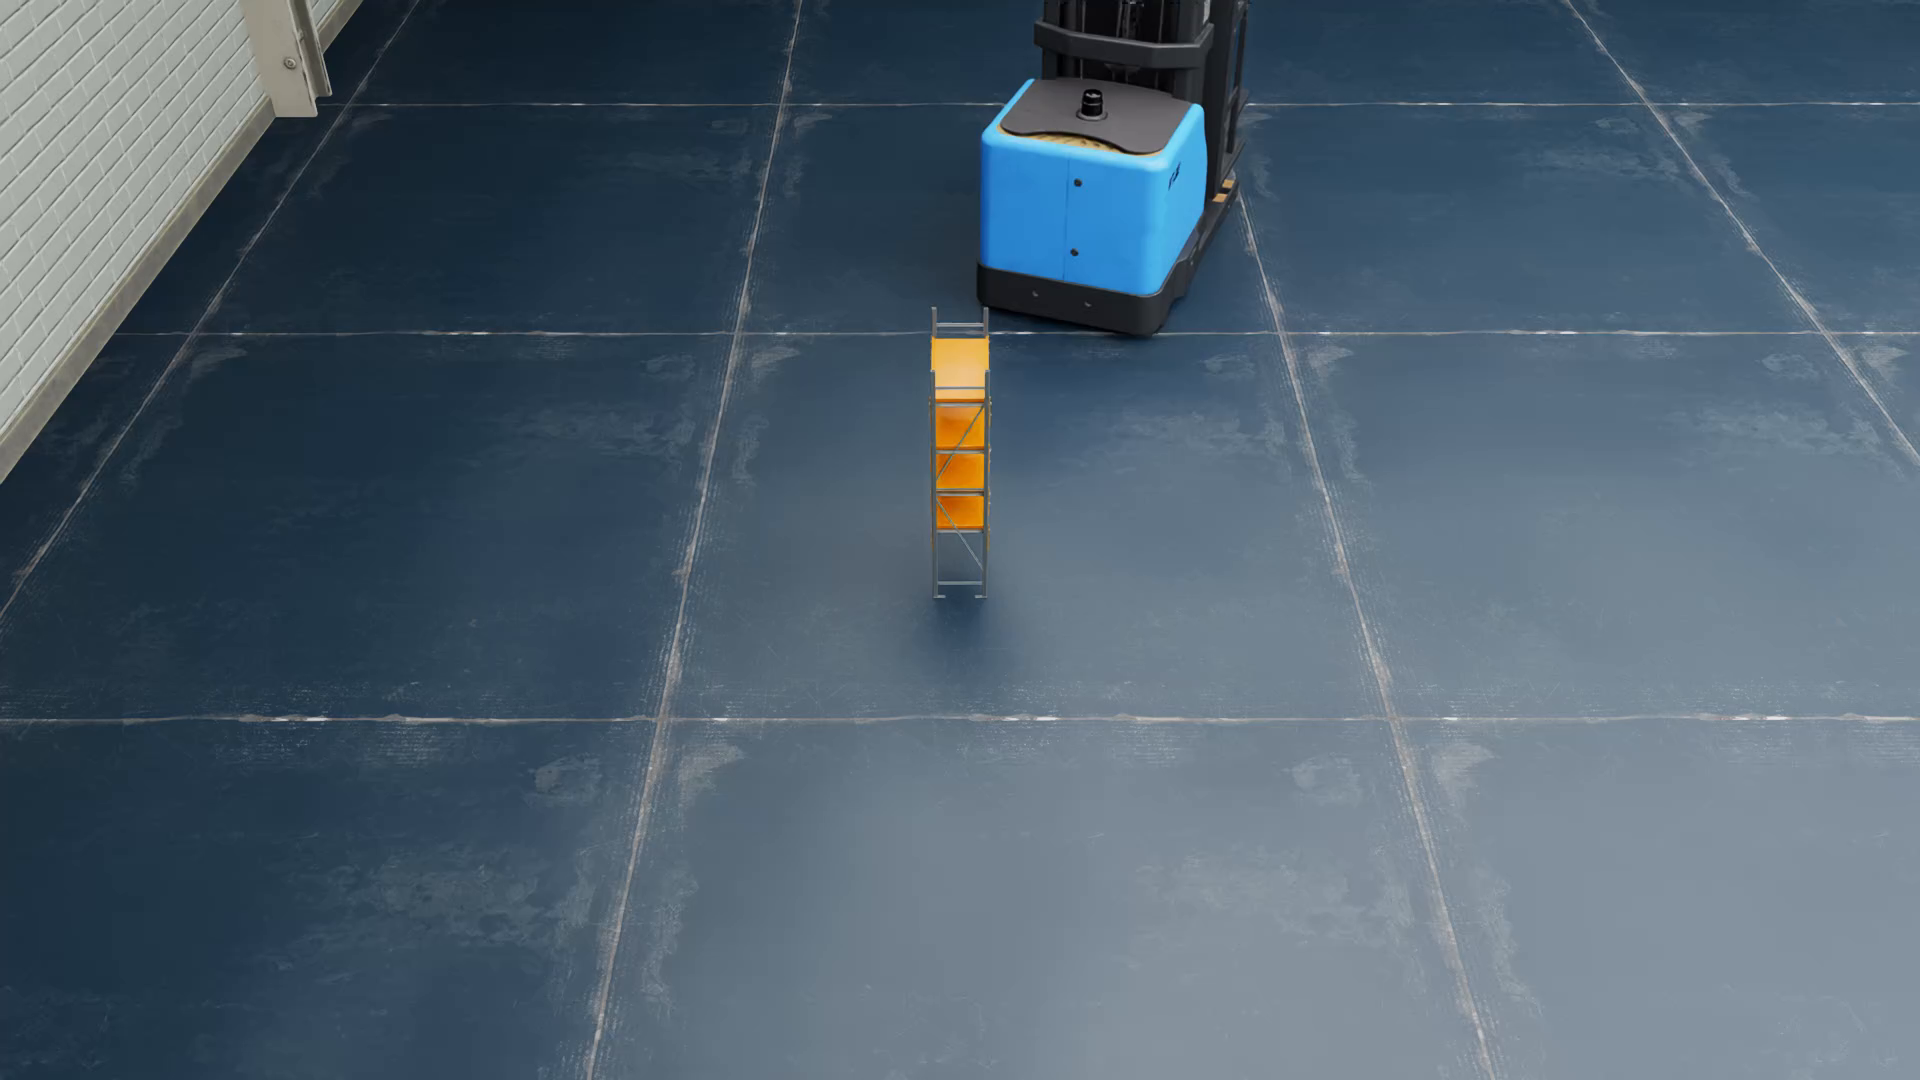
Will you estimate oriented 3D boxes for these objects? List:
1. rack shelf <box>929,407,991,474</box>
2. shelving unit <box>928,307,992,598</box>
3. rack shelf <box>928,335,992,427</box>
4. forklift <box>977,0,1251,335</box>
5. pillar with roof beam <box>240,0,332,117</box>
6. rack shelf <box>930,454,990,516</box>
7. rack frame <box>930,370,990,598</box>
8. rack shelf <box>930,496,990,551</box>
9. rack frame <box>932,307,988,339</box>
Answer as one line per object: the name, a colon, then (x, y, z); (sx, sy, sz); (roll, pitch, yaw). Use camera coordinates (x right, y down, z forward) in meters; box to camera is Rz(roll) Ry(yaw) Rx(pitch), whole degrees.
rack shelf: (0.000, -0.487, 7.148); (0.258, 0.148, 0.480); (0, 39, 0)
shelving unit: (0.000, -0.365, 7.246); (0.258, 1.200, 0.503); (0, 39, 0)
rack shelf: (0.000, -0.671, 7.000); (0.258, 0.148, 0.480); (0, 39, 0)
forklift: (1.090, -3.183, 9.378); (1.130, 2.935, 3.031); (13, 41, 16)
pillar with roof beam: (-0.249, -6.527, 8.699); (9.100, 9.000, 0.400); (0, 39, 0)
rack shelf: (0.000, -0.312, 7.288); (0.258, 0.148, 0.480); (0, 39, 0)
rack frame: (0.000, -0.212, 7.055); (0.240, 1.200, 0.015); (0, 39, 0)
rack shelf: (0.000, -0.157, 7.412); (0.258, 0.148, 0.480); (0, 39, 0)
rack frame: (0.000, -0.517, 7.436); (0.240, 1.200, 0.015); (0, 39, 0)
